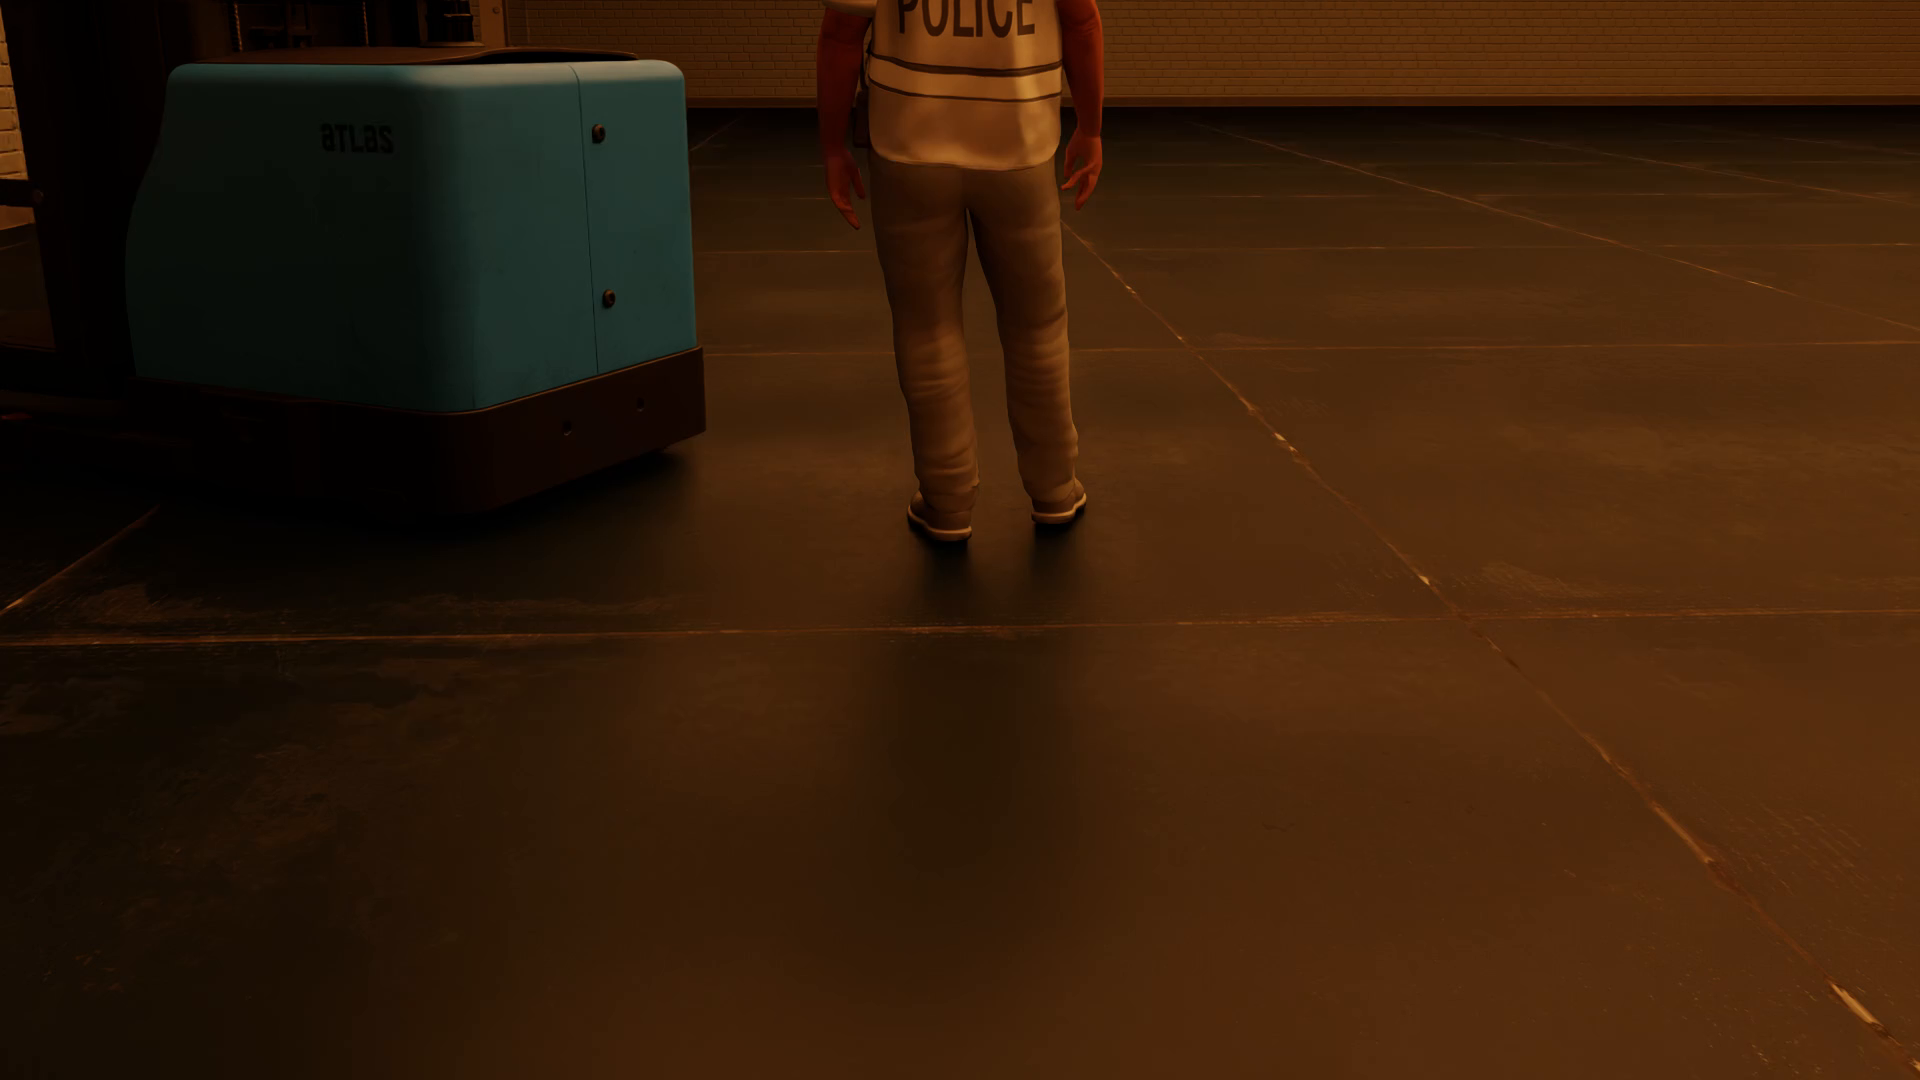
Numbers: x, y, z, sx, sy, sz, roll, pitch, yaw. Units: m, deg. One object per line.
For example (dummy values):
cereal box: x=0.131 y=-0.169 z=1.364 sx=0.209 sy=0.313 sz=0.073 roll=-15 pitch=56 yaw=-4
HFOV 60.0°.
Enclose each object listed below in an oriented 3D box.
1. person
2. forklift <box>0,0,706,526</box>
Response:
person: x=0.007 y=-0.883 z=3.731 sx=0.642 sy=1.782 sz=0.573 roll=-1 pitch=17 yaw=-3
forklift: x=-2.271 y=-1.710 z=4.498 sx=3.031 sy=2.935 sz=1.130 roll=8 pitch=19 yaw=24
